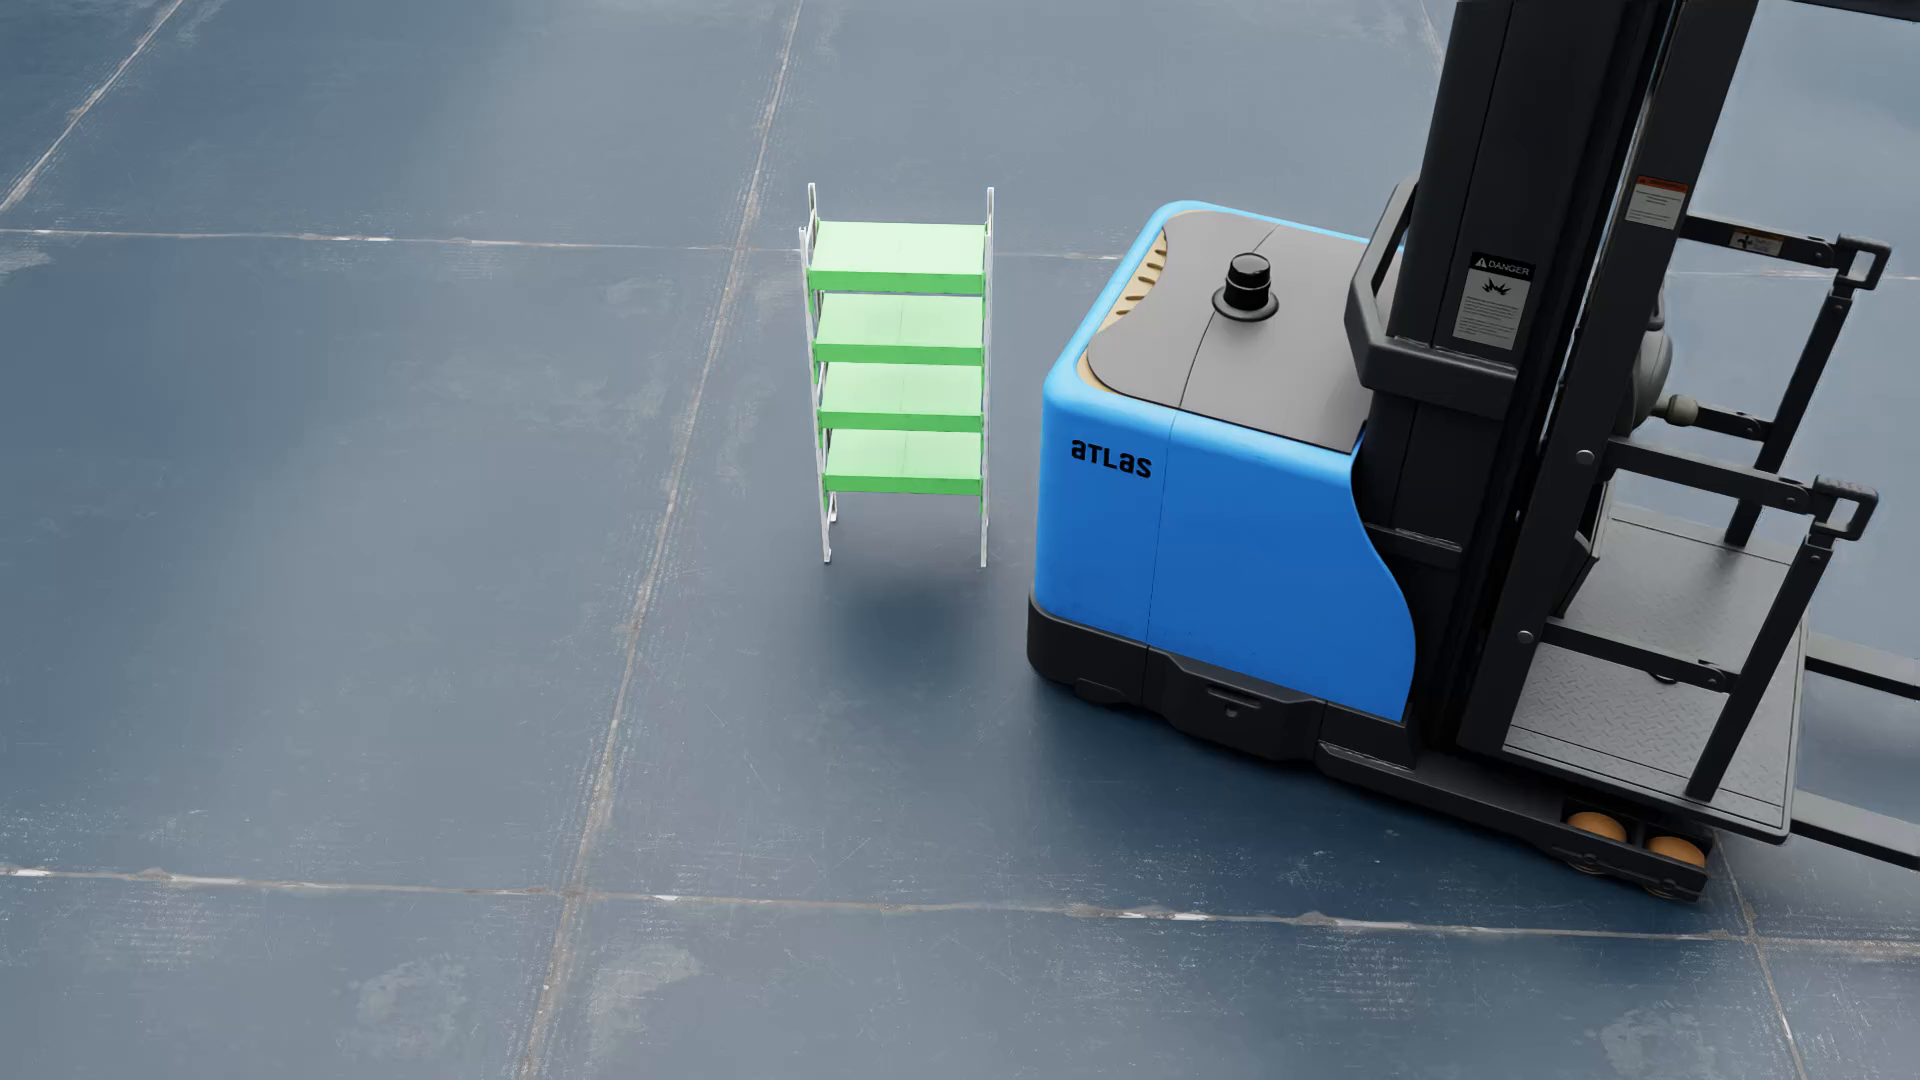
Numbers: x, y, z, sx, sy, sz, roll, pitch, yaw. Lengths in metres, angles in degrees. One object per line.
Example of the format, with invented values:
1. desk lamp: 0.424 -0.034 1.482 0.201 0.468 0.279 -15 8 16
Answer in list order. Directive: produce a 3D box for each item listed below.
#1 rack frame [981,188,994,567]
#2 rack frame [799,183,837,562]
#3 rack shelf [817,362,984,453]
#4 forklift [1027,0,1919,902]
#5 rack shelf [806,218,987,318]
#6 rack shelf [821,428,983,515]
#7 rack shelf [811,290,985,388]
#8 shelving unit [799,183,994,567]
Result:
1. rack frame: 0.078 -0.437 4.838 0.015 1.200 0.240 2 43 2
2. rack frame: -0.409 -0.452 4.855 0.015 1.200 0.240 2 43 2
3. rack shelf: -0.165 -0.397 4.890 0.480 0.148 0.258 2 43 2
4. forklift: 1.756 -0.568 3.710 3.031 2.935 1.130 17 45 17
5. rack shelf: -0.165 -0.749 4.563 0.480 0.148 0.258 2 43 2
6. rack shelf: -0.165 -0.222 5.054 0.480 0.148 0.258 2 43 2
7. rack shelf: -0.165 -0.573 4.726 0.480 0.148 0.258 2 43 2
8. shelving unit: -0.165 -0.444 4.846 0.503 1.200 0.258 2 43 2
